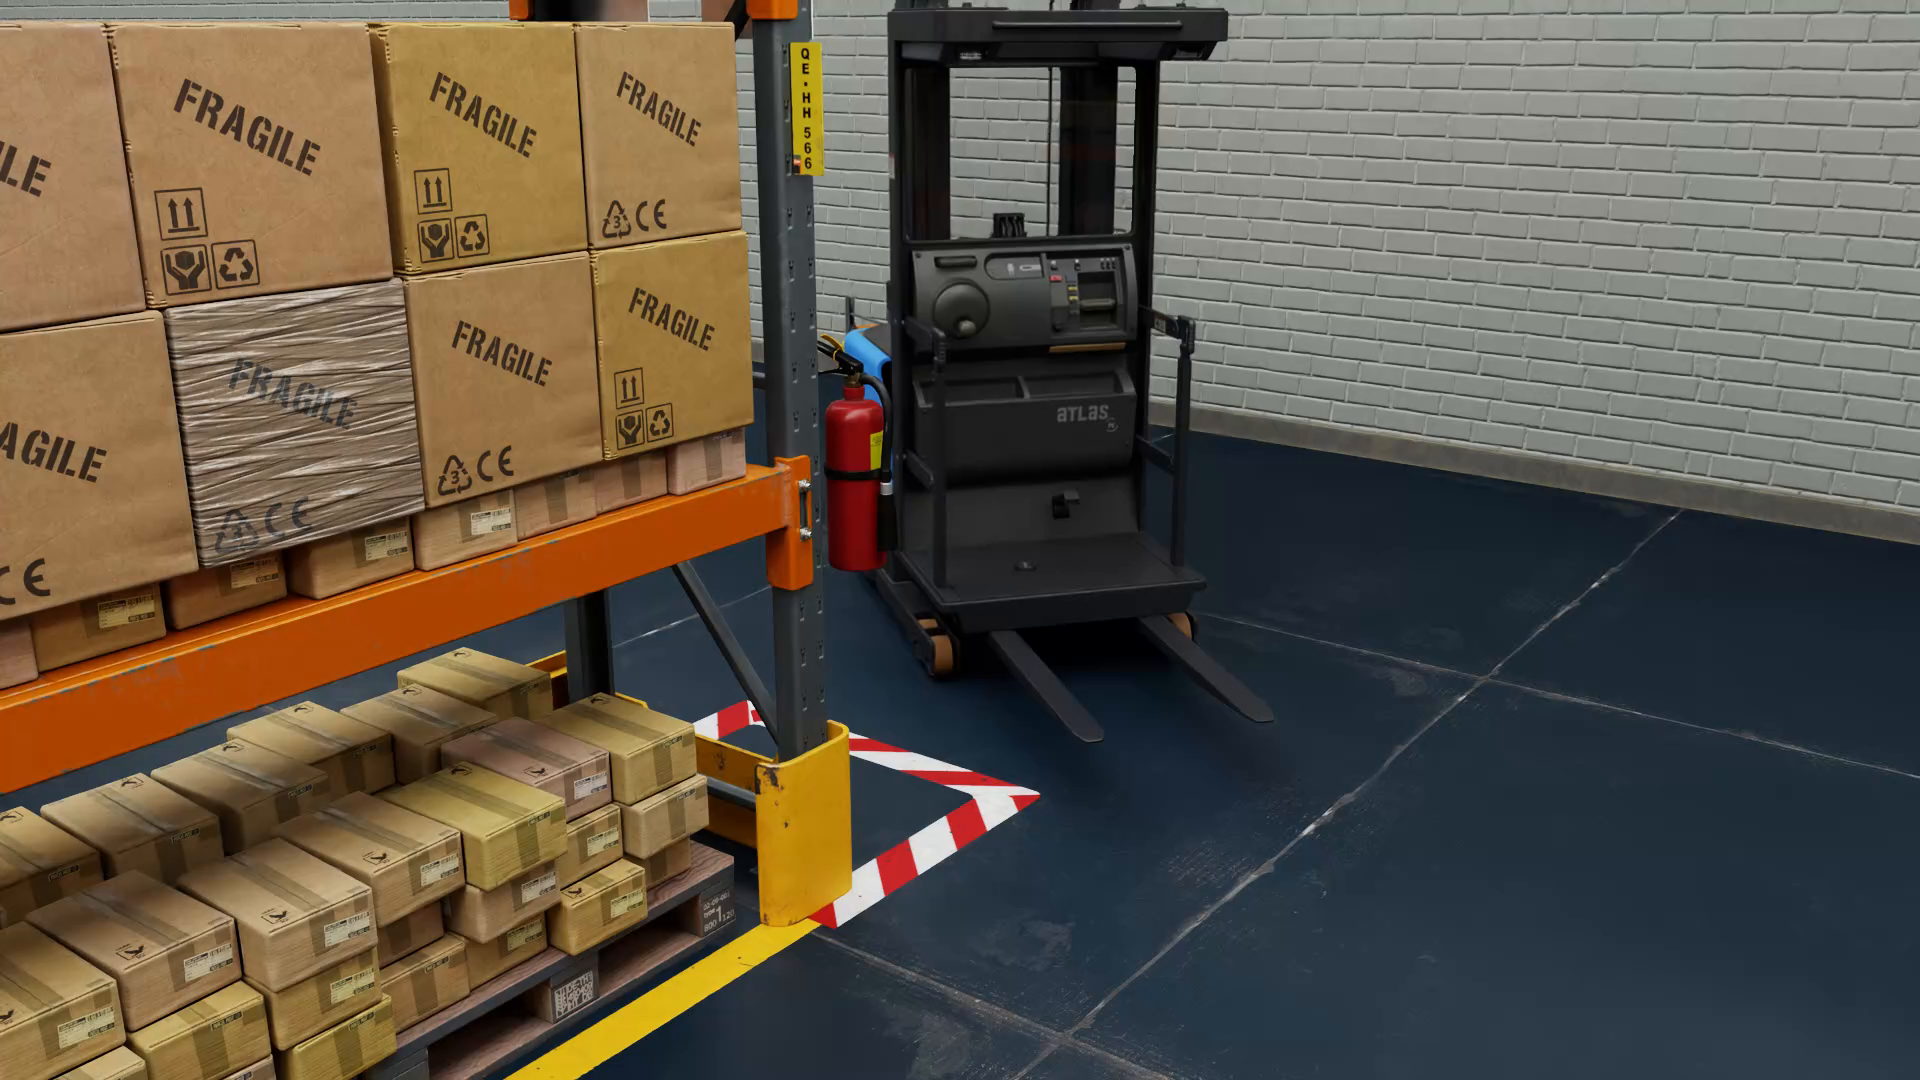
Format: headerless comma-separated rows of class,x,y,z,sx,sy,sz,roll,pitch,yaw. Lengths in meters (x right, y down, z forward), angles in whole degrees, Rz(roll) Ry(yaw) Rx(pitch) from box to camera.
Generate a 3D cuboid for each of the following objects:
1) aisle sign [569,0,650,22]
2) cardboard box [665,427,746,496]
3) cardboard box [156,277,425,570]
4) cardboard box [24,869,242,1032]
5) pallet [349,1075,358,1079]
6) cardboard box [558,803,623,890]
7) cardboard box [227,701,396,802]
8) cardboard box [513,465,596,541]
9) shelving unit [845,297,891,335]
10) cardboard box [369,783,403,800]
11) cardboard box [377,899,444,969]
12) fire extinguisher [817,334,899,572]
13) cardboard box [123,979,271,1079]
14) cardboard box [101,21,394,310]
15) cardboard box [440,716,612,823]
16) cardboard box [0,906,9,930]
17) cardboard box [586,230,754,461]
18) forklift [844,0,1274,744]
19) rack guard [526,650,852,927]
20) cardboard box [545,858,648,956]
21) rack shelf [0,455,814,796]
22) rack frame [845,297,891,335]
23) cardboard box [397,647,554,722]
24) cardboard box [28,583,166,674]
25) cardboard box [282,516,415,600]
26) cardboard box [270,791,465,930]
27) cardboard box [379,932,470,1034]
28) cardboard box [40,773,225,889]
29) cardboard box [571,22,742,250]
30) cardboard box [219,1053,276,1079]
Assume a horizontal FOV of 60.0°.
aisle sign,-1.018,-1.802,4.604,0.394,0.787,0.004,12,21,35
cardboard box,-0.787,-0.242,4.389,0.380,0.149,0.250,12,21,35
cardboard box,-1.487,-0.283,3.427,0.500,0.500,0.500,13,21,35
cardboard box,-1.747,0.859,3.515,0.380,0.149,0.250,12,21,33
pallet,-2.105,1.337,3.584,1.003,0.211,1.213,12,21,35
cardboard box,-1.104,0.758,4.342,0.380,0.149,0.250,12,21,33
cardboard box,-1.726,0.576,4.427,0.380,0.149,0.250,12,21,35
cardboard box,-1.103,-0.127,4.019,0.380,0.149,0.250,12,21,34
shelving unit,-0.002,-0.700,8.600,1.048,1.125,0.538,-10,20,-28
cardboard box,-1.622,0.738,4.408,0.380,0.149,0.250,13,21,35
cardboard box,-1.456,0.875,3.965,0.380,0.149,0.250,12,21,34
fire extinguisher,-0.299,-0.253,4.760,0.296,0.674,0.183,12,21,35
cardboard box,-1.680,1.013,3.522,0.380,0.149,0.250,14,22,37
cardboard box,-1.498,-0.758,3.271,0.500,0.500,0.500,14,22,37
cardboard box,-1.128,0.608,4.325,0.380,0.149,0.250,13,21,36
cardboard box,-2.246,0.846,3.559,0.380,0.149,0.250,12,21,35
cardboard box,-0.881,-0.527,4.213,0.500,0.500,0.500,13,21,36
forklift,0.325,-0.992,6.495,1.130,2.935,3.031,-5,18,-15
rack guard,-0.866,0.722,5.075,1.175,0.500,0.348,12,21,35
cardboard box,-1.038,0.913,4.346,0.380,0.149,0.250,13,22,36
rack shelf,-2.012,0.330,3.336,1.077,0.370,4.000,12,21,35
rack frame,-0.442,-0.624,8.357,0.032,1.125,0.500,-10,20,-28
cardboard box,-1.405,0.452,4.827,0.380,0.149,0.250,11,21,32
cardboard box,-1.771,0.115,3.239,0.380,0.149,0.250,13,21,36
cardboard box,-1.417,-0.005,3.625,0.380,0.149,0.250,11,21,32
cardboard box,-1.385,0.742,3.892,0.380,0.149,0.250,11,21,33
cardboard box,-1.402,1.021,3.996,0.380,0.149,0.250,13,21,35
cardboard box,-1.980,0.714,3.982,0.380,0.149,0.250,13,22,37
cardboard box,-0.893,-1.004,4.063,0.500,0.500,0.500,12,21,34
cardboard box,-1.682,1.155,3.566,0.380,0.149,0.250,13,21,36
